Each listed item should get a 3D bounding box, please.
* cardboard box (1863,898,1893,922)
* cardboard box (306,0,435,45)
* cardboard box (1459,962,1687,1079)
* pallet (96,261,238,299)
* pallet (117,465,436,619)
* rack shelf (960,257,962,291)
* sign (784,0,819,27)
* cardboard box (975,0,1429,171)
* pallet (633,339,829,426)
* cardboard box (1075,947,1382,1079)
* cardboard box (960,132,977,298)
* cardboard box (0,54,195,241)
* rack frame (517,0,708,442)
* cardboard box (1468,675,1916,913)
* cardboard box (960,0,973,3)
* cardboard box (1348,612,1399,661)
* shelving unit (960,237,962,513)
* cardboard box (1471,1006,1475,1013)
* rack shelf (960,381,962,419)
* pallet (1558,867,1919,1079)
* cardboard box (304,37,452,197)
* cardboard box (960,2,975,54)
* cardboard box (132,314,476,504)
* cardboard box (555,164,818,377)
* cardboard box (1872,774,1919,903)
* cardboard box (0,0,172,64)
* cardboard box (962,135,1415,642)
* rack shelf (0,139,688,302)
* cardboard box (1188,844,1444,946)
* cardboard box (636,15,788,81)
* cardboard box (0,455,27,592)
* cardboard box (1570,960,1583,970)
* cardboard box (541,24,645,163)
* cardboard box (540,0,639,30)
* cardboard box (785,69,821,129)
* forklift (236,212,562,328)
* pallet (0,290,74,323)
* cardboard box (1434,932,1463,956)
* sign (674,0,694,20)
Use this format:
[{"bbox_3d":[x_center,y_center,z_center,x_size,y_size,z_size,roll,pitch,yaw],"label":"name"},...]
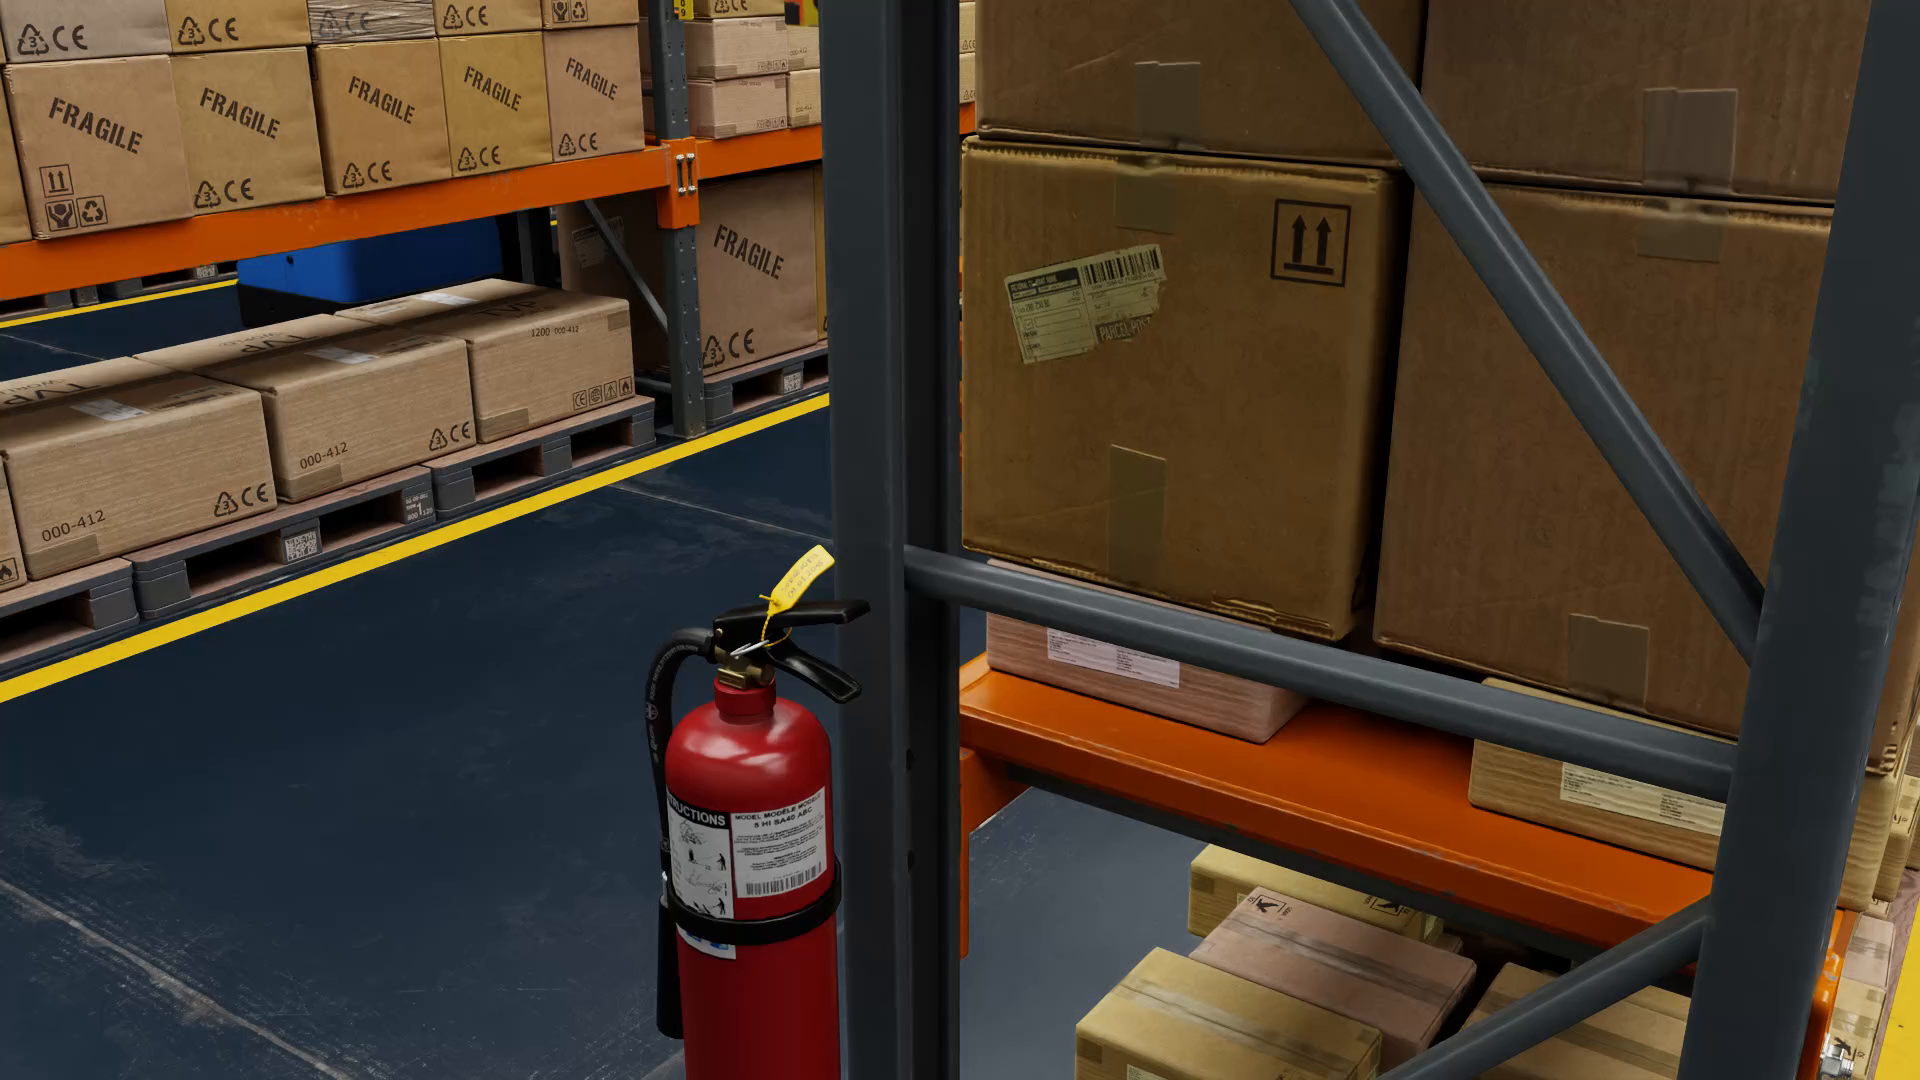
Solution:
[{"bbox_3d":[1.725,0.730,3.473,0.380,0.149,0.250,13,24,32],"label":"cardboard box"},{"bbox_3d":[-2.202,-1.995,5.749,0.500,0.500,0.500,14,24,33],"label":"cardboard box"},{"bbox_3d":[0.938,0.798,2.430,0.380,0.149,0.250,14,24,33],"label":"cardboard box"},{"bbox_3d":[-5.276,-1.860,10.989,1.003,0.211,1.213,13,24,32],"label":"pallet"},{"bbox_3d":[-2.772,-0.098,6.226,1.003,0.211,1.213,13,24,32],"label":"pallet"},{"bbox_3d":[-0.093,-0.884,5.792,0.258,0.148,0.480,13,24,32],"label":"rack shelf"},{"bbox_3d":[-0.141,-0.681,1.659,0.100,0.325,0.005,13,24,32],"label":"sign"},{"bbox_3d":[0.359,-0.711,1.850,0.500,0.500,0.500,13,24,31],"label":"cardboard box"},{"bbox_3d":[-1.223,-0.888,8.363,1.003,0.211,1.213,13,24,32],"label":"pallet"},{"bbox_3d":[0.395,0.784,2.469,0.380,0.149,0.250,14,24,32],"label":"cardboard box"},{"bbox_3d":[-0.308,-1.871,9.457,0.875,0.875,0.875,14,24,32],"label":"cardboard box"},{"bbox_3d":[-2.774,-1.234,5.134,0.500,0.500,0.500,13,24,32],"label":"cardboard box"},{"bbox_3d":[-1.595,-1.960,7.241,1.000,3.000,0.127,13,24,32],"label":"rack frame"},{"bbox_3d":[0.760,0.213,1.729,0.380,0.149,0.250,13,24,31],"label":"cardboard box"},{"bbox_3d":[-0.277,-2.991,8.441,0.500,0.500,0.500,13,24,31],"label":"cardboard box"},{"bbox_3d":[0.428,0.029,2.225,0.380,0.149,0.250,13,24,32],"label":"cardboard box"},{"bbox_3d":[-0.093,-0.515,5.928,0.258,1.200,0.503,13,24,32],"label":"shelving unit"},{"bbox_3d":[0.839,0.846,3.157,0.380,0.149,0.250,14,24,32],"label":"cardboard box"},{"bbox_3d":[-0.093,-0.452,5.952,0.258,0.148,0.480,13,24,32],"label":"rack shelf"},{"bbox_3d":[1.522,0.835,3.703,1.003,0.211,1.213,13,24,32],"label":"pallet"},{"bbox_3d":[-2.199,-1.528,5.929,0.500,0.500,0.500,13,24,31],"label":"cardboard box"},{"bbox_3d":[-0.256,-2.636,8.563,0.500,0.250,0.500,12,24,30],"label":"cardboard box"},{"bbox_3d":[-2.539,-0.539,6.487,0.875,0.438,0.875,12,24,30],"label":"cardboard box"},{"bbox_3d":[-1.313,-1.354,8.059,0.875,0.875,0.875,14,25,33],"label":"cardboard box"},{"bbox_3d":[1.606,0.519,3.184,0.380,0.149,0.250,14,24,33],"label":"cardboard box"},{"bbox_3d":[-2.770,-1.709,4.977,0.500,0.500,0.500,13,24,31],"label":"cardboard box"},{"bbox_3d":[0.347,-0.242,2.022,0.500,0.500,0.500,14,24,33],"label":"cardboard box"},{"bbox_3d":[-2.719,-1.049,5.814,1.077,0.370,4.000,13,24,32],"label":"rack shelf"},{"bbox_3d":[0.624,0.624,2.902,0.380,0.149,0.250,13,24,31],"label":"cardboard box"},{"bbox_3d":[-1.114,-2.196,7.373,0.500,0.250,0.500,12,24,30],"label":"cardboard box"},{"bbox_3d":[-3.555,-0.017,5.074,0.875,0.438,0.875,12,24,30],"label":"cardboard box"},{"bbox_3d":[1.257,0.664,2.794,0.380,0.149,0.250,12,23,29],"label":"cardboard box"},{"bbox_3d":[-1.644,-1.824,6.729,0.500,0.500,0.500,14,24,32],"label":"cardboard box"},{"bbox_3d":[-1.632,-2.287,6.538,0.500,0.500,0.500,13,24,31],"label":"cardboard box"},{"bbox_3d":[-0.840,-2.113,7.871,0.500,0.250,0.500,13,24,31],"label":"cardboard box"},{"bbox_3d":[-2.791,-2.851,9.747,1.130,2.935,3.031,13,24,31],"label":"forklift"},{"bbox_3d":[-6.089,-1.422,9.806,1.003,0.211,1.213,13,24,32],"label":"pallet"},{"bbox_3d":[0.659,0.768,2.941,0.380,0.149,0.250,12,24,30],"label":"cardboard box"},{"bbox_3d":[-1.135,-2.296,6.785,0.100,0.325,0.005,13,24,32],"label":"sign"}]
